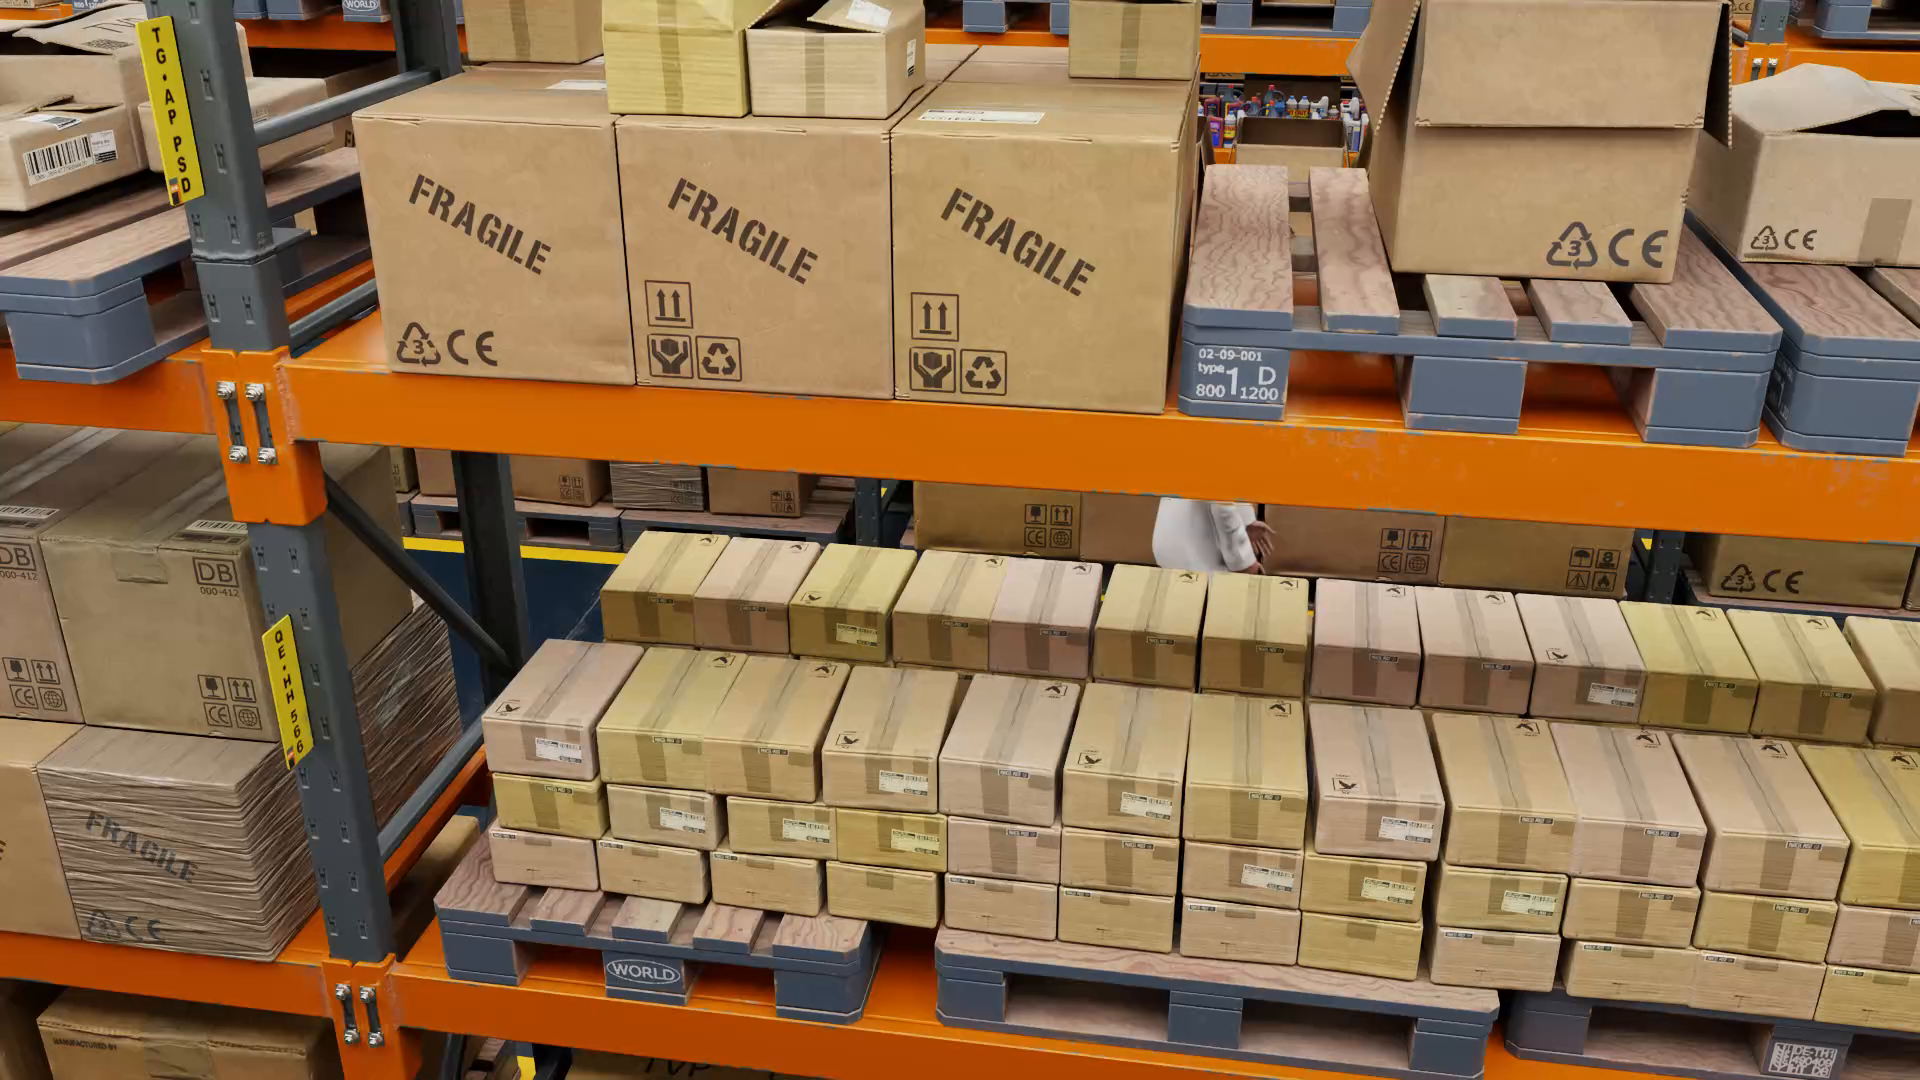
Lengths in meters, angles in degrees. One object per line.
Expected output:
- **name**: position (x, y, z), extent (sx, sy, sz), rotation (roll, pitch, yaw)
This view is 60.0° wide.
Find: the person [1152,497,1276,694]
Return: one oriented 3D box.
- **person**: position (1.115, 0.074, 7.317), extent (0.539, 1.493, 0.615), rotation (4, 25, 9)
